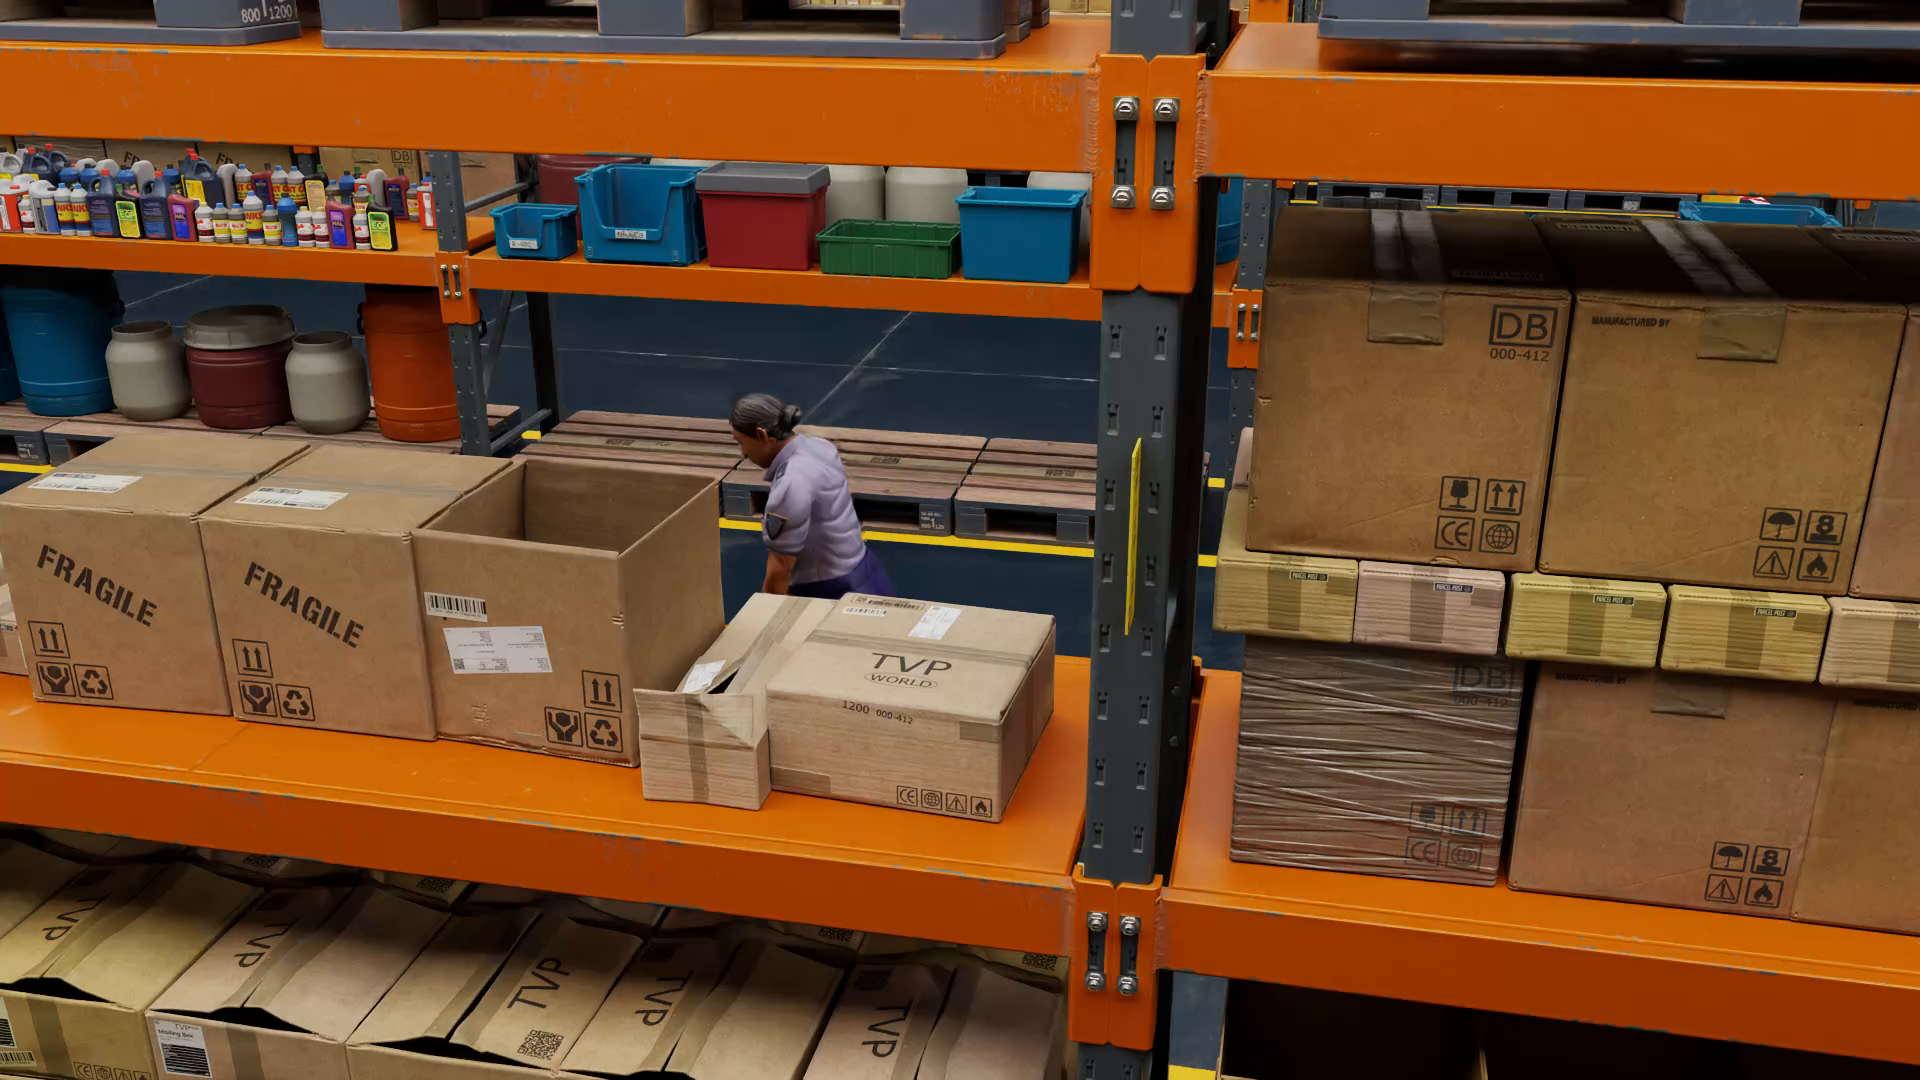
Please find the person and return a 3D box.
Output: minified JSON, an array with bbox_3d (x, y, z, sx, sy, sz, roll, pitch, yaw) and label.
[{"bbox_3d":[-0.502,0.243,5.677,0.507,1.529,0.519,5,22,12],"label":"person"}]
